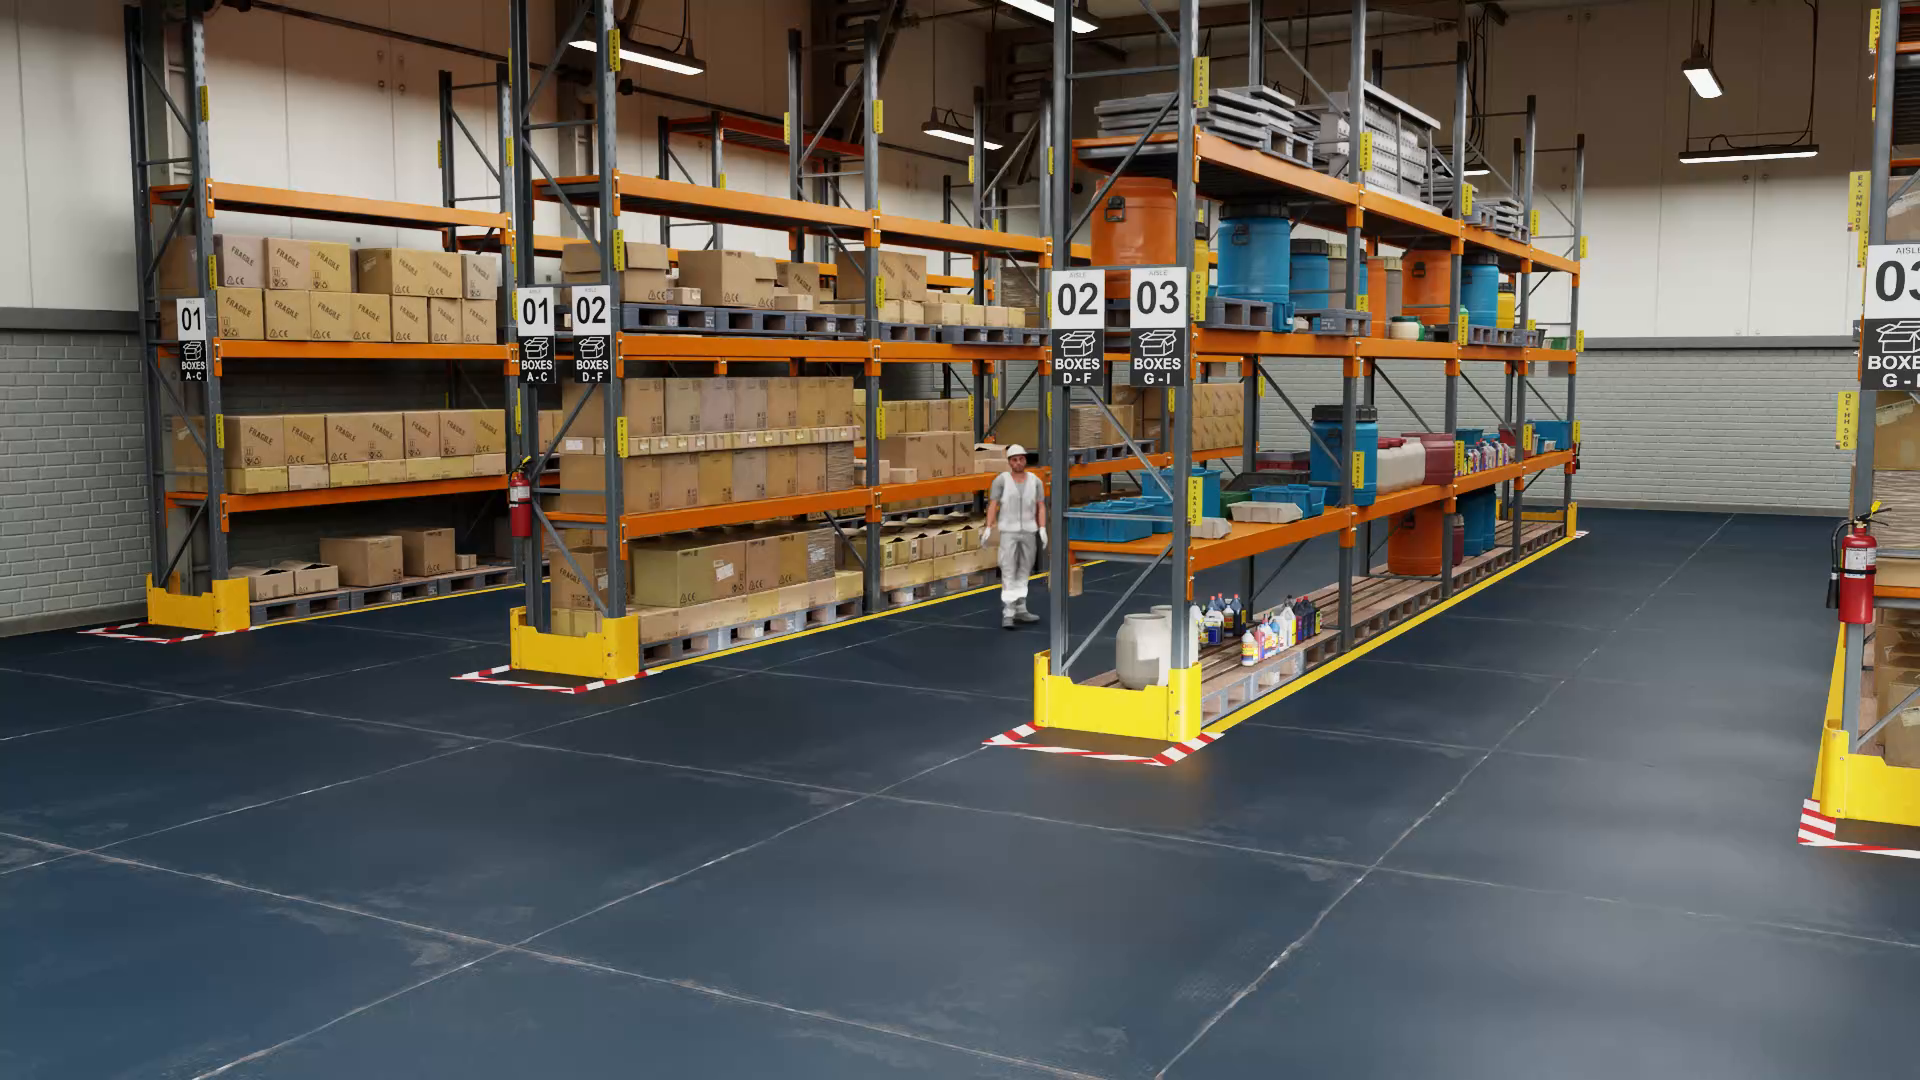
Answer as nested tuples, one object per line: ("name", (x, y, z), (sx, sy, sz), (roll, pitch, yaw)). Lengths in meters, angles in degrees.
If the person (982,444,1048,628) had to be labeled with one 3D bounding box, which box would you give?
("person", (0.538, -0.044, 16.346), (0.673, 1.792, 0.635), (-2, 6, -15))
